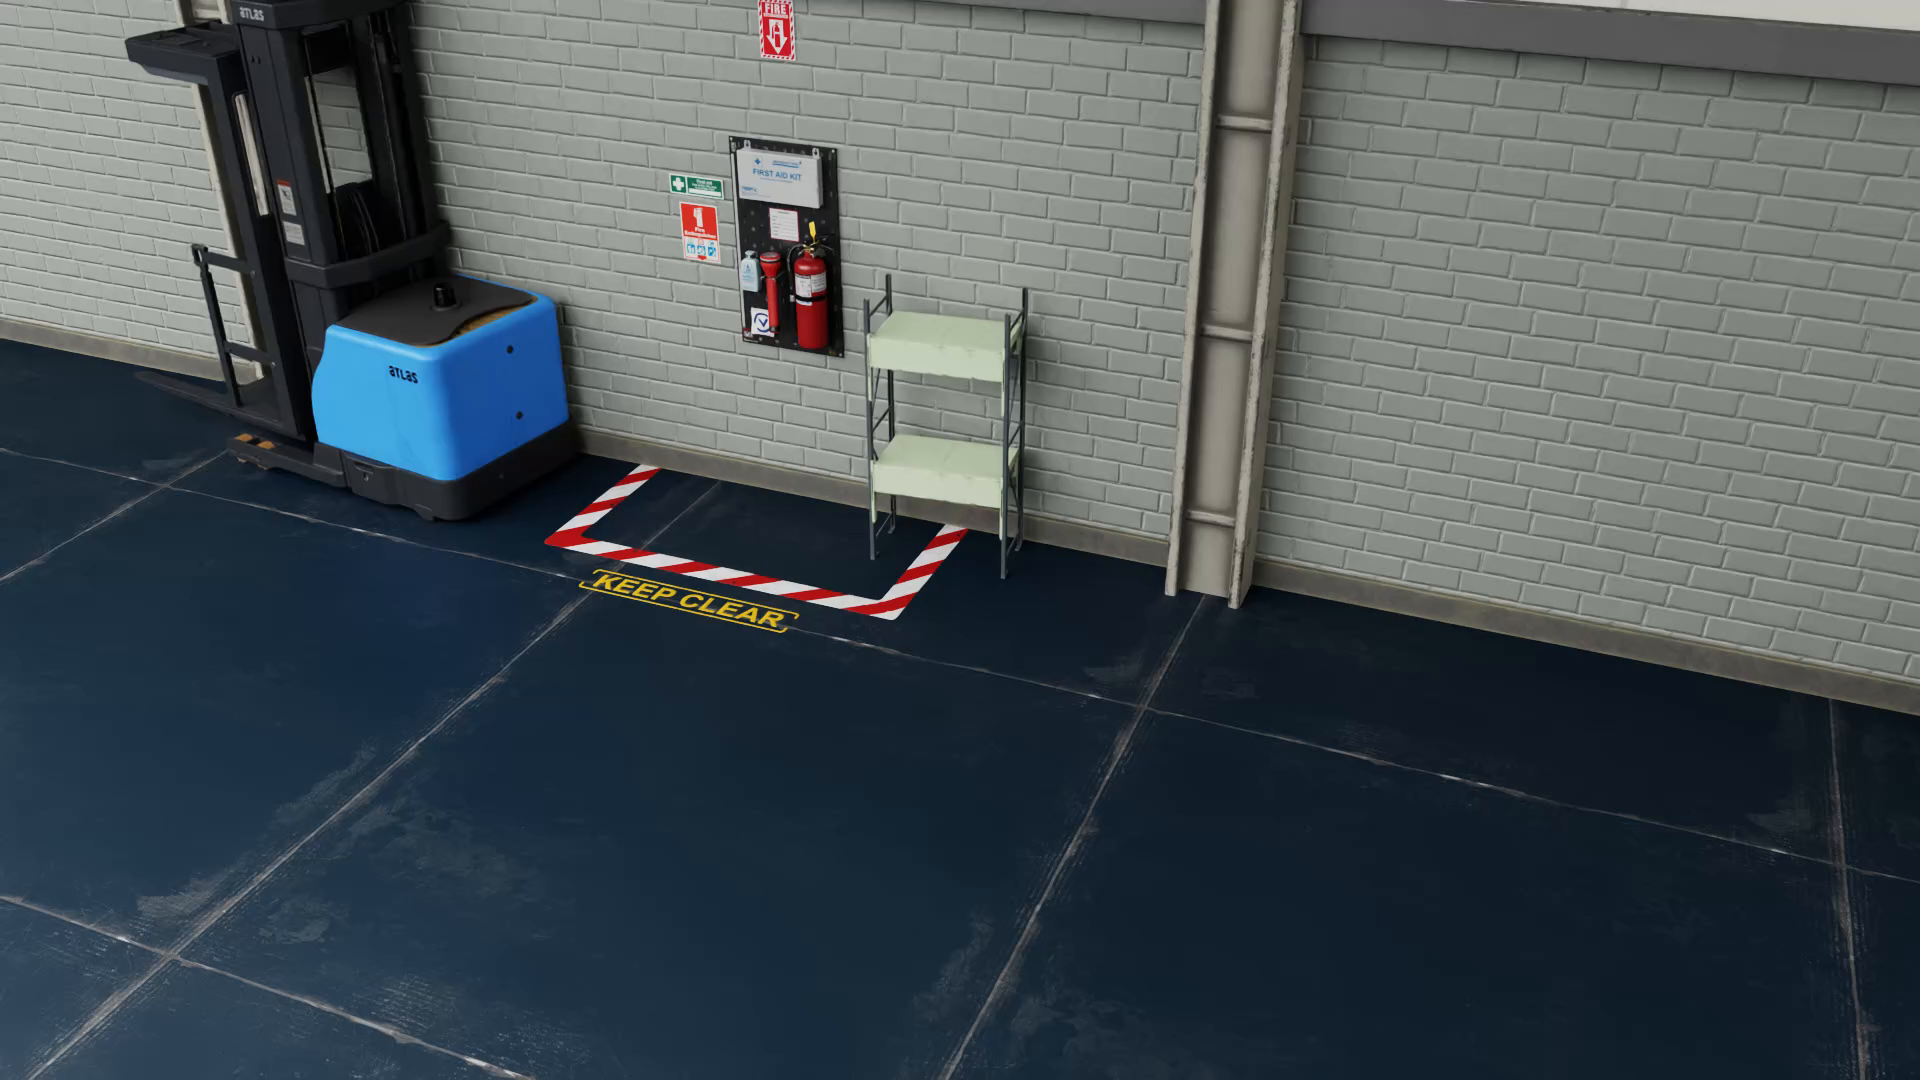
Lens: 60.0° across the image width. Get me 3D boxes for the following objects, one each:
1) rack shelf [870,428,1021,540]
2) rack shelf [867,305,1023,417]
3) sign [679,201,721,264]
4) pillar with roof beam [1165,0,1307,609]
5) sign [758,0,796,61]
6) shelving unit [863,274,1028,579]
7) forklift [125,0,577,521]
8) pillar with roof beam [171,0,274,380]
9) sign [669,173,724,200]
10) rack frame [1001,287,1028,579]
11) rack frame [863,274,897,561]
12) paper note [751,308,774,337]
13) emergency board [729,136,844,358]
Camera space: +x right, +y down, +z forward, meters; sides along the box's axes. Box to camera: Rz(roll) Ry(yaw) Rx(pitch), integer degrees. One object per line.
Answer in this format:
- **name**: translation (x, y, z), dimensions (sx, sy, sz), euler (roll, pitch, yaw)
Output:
- **rack shelf**: translation (-0.070, -0.305, 8.926), dimensions (0.720, 0.370, 0.431), euler (8, 30, 14)
- **rack shelf**: translation (-0.069, -0.929, 8.575), dimensions (0.720, 0.370, 0.431), euler (8, 30, 14)
- **sign**: translation (-1.432, -1.693, 9.161), dimensions (0.234, 0.329, 0.001), euler (11, 31, 19)
- **pillar with roof beam**: translation (-0.301, -1.703, 3.117), dimensions (0.400, 9.000, 9.100), euler (11, 31, 19)
- **sign**: translation (-0.928, -2.585, 8.419), dimensions (0.199, 0.298, 0.001), euler (11, 31, 19)
- **shelving unit**: translation (-0.069, -0.589, 8.766), dimensions (0.755, 1.500, 0.431), euler (8, 30, 14)
- **forklift**: translation (-3.841, -1.906, 9.644), dimensions (3.031, 2.935, 1.130), euler (16, 33, 26)
- **pillar with roof beam**: translation (-5.861, -2.813, 5.081), dimensions (0.400, 9.000, 9.100), euler (11, 31, 19)
- **sign**: translation (-1.431, -1.919, 9.022), dimensions (0.331, 0.109, 0.001), euler (11, 31, 19)
- **rack frame**: translation (0.283, -0.540, 8.681), dimensions (0.023, 1.500, 0.400), euler (8, 30, 14)
- **rack frame**: translation (-0.422, -0.637, 8.852), dimensions (0.023, 1.500, 0.400), euler (8, 30, 14)
- **paper note**: translation (-1.097, -1.209, 9.236), dimensions (0.142, 0.148, 0.016), euler (11, 31, 19)
- **emergency board**: translation (-0.958, -1.529, 8.906), dimensions (0.643, 1.169, 0.194), euler (11, 31, 19)
